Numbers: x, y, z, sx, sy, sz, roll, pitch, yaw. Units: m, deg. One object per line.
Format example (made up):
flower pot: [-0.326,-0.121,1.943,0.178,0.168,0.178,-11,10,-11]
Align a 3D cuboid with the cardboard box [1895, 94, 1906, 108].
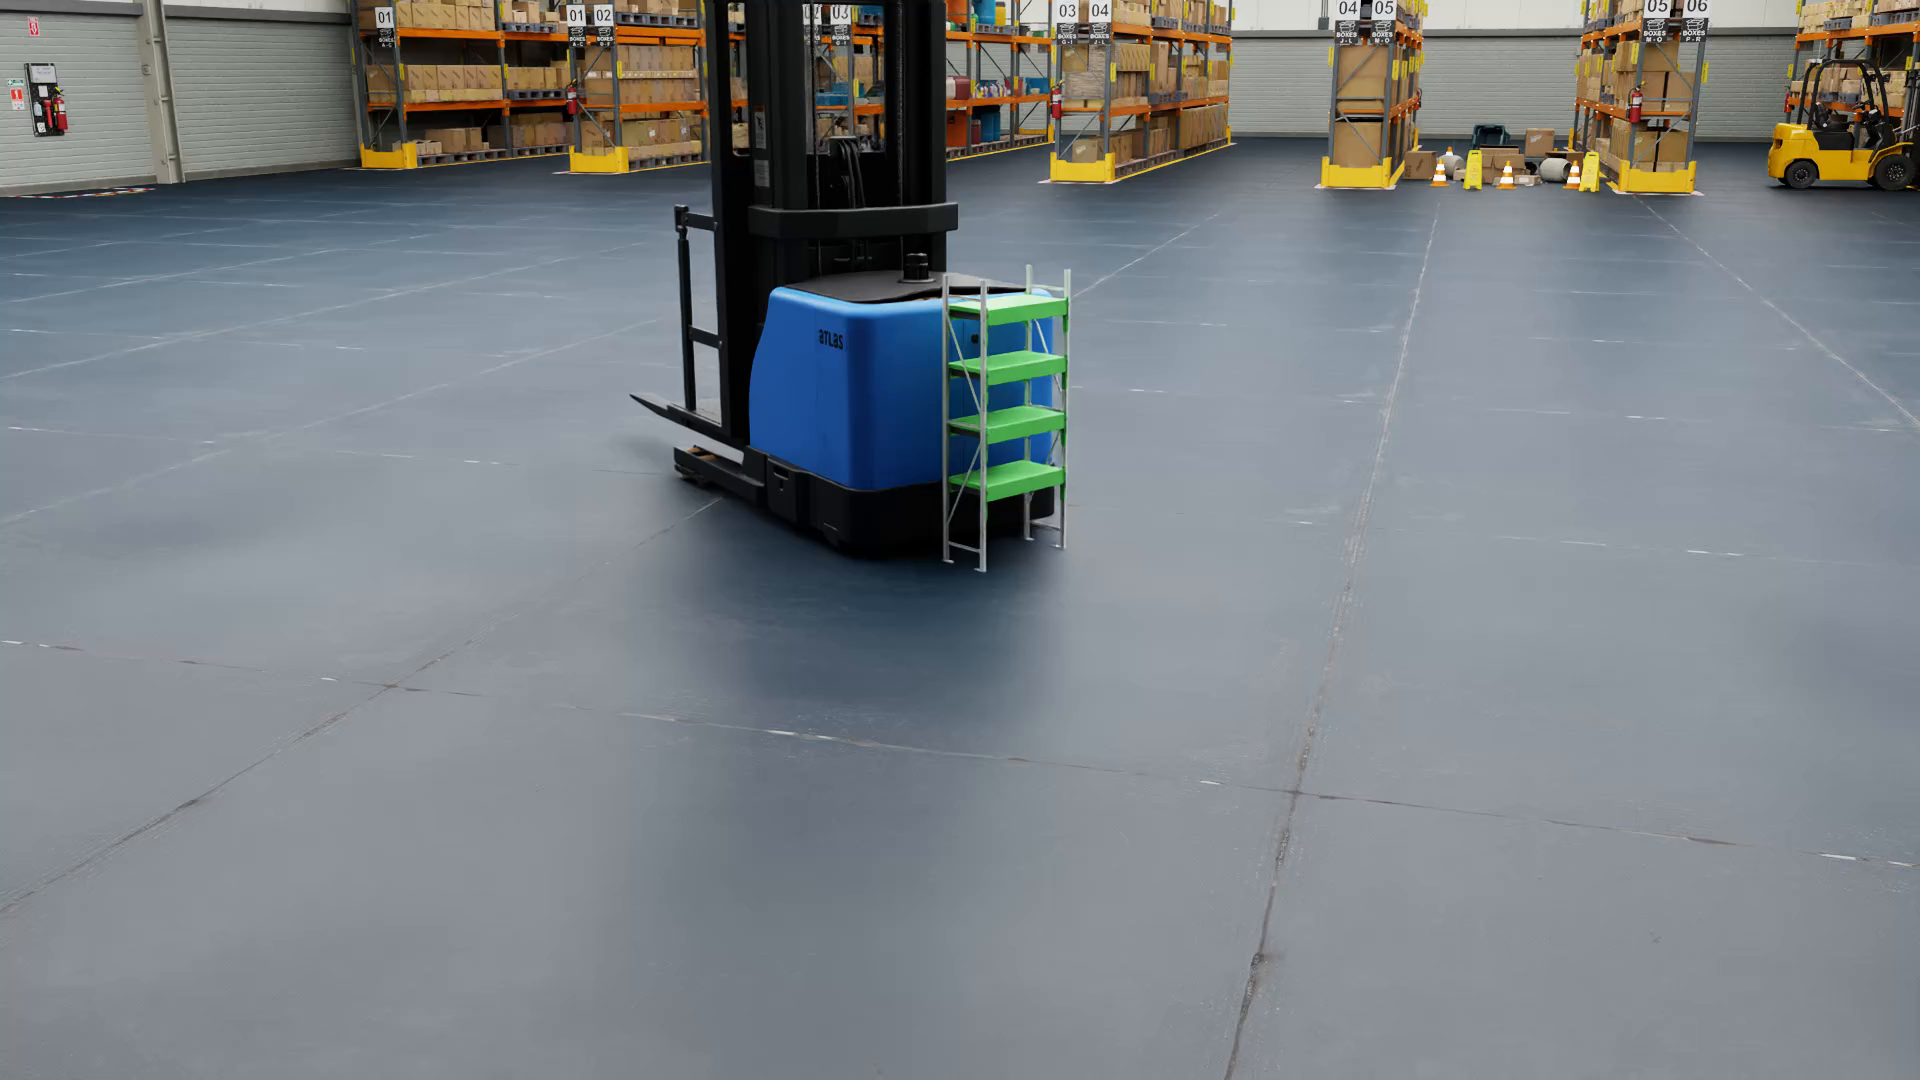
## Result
cardboard box: [17.538,-8.074,30.571,0.500,0.250,0.500,5,17,17]

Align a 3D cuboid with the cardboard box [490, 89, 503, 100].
cardboard box: [-10.707,-10.088,37.638,0.500,0.250,0.500,5,16,16]

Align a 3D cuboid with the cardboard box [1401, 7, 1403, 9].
cardboard box: [7.953,-9.854,30.583,0.380,0.149,0.250,4,16,15]

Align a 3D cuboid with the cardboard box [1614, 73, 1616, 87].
cardboard box: [12.797,-8.909,31.745,0.500,0.500,0.500,4,16,15]

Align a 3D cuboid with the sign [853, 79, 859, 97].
sign: [-1.975,-8.573,31.550,0.100,0.325,0.005,5,16,16]

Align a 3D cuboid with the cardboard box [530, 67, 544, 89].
cardboard box: [-10.363,-11.009,39.656,0.700,0.500,0.500,7,17,24]

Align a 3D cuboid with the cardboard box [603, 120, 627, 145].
cardboard box: [-7.112,-8.535,34.818,0.500,0.500,0.500,5,16,16]

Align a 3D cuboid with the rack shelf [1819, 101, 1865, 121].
rack shelf: [19.351,-9.217,35.647,1.077,0.370,4.000,5,16,16]

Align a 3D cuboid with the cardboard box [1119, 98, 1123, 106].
cardboard box: [2.906,-8.362,31.775,0.380,0.149,0.250,5,16,16]

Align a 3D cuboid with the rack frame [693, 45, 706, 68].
rack frame: [-7.453,-13.438,49.209,1.000,3.000,0.127,5,16,16]

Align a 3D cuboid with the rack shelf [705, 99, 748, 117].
rack shelf: [-5.545,-10.092,38.732,1.077,0.370,4.000,5,16,16]

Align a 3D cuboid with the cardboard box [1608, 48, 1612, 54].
cardboard box: [15.120,-11.478,39.093,0.380,0.149,0.250,5,17,17]

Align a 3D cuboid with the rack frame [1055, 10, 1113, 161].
rack frame: [2.247,-8.099,30.388,1.000,3.000,0.127,5,16,16]

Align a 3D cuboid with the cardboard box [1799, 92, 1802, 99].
cardboard box: [20.285,-10.614,39.715,0.380,0.149,0.250,4,16,14]

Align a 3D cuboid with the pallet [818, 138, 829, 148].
pallet: [-4.034,-10.451,43.788,1.003,0.211,1.213,5,16,16]

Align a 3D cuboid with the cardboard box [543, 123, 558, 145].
cardboard box: [-10.253,-9.904,40.523,0.700,0.500,0.500,5,16,16]

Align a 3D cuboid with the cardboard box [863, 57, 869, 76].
cardboard box: [-2.851,-13.178,46.276,0.500,0.500,0.500,5,17,17]

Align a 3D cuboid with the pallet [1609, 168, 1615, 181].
pallet: [12.728,-6.858,31.120,1.003,0.211,1.213,5,16,16]

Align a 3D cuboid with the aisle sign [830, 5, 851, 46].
aisle sign: [-2.241,-9.693,31.241,0.394,0.787,0.004,5,16,16]

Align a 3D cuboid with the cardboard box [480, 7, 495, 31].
cardboard box: [-10.771,-11.647,37.179,0.500,0.500,0.500,5,17,17]

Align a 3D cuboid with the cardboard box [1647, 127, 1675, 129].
cardboard box: [12.832,-7.309,30.495,0.500,0.500,0.500,5,17,17]

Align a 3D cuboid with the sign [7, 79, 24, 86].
sign: [-15.321,-7.425,26.972,0.001,0.109,0.331,5,16,16]

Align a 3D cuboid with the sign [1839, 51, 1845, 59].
sign: [21.582,-11.794,40.712,0.100,0.325,0.005,5,16,16]

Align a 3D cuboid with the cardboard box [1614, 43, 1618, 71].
cardboard box: [12.552,-8.951,30.831,0.700,0.500,0.500,4,16,15]

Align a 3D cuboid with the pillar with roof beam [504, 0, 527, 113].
pillar with roof beam: [-6.798,-13.624,38.872,9.100,9.000,0.400,5,16,16]

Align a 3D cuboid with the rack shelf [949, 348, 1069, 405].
rack shelf: [0.193,-0.683,6.892,0.480,0.148,0.258,-15,22,-42]

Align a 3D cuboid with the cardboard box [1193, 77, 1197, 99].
cardboard box: [5.350,-10.747,39.538,0.500,0.500,0.500,5,16,16]

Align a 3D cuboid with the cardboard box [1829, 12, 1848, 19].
cardboard box: [19.453,-11.612,36.781,0.380,0.149,0.250,5,17,17]

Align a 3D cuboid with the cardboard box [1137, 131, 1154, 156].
cardboard box: [3.733,-8.437,35.354,0.700,0.500,0.500,5,16,16]

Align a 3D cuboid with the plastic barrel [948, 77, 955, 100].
plastic barrel: [-0.316,-10.345,38.099,0.421,0.512,0.421,0,16,0]

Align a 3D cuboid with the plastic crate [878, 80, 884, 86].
plastic crate: [-1.521,-9.711,35.953,0.402,0.464,0.583,5,16,16]

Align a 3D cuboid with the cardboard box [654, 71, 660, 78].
cardboard box: [-6.494,-9.717,34.718,0.380,0.149,0.250,5,17,16]

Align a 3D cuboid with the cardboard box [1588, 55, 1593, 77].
cardboard box: [14.758,-10.907,38.270,0.500,0.500,0.500,5,17,17]

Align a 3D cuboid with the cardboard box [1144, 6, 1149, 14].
cardboard box: [3.569,-10.601,33.256,0.380,0.149,0.250,5,17,18]

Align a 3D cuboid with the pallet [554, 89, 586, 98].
pallet: [-9.827,-11.058,41.170,1.213,0.211,1.003,5,16,16]

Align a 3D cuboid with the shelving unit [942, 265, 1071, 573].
shelving unit: [0.193,-0.513,6.940,0.503,1.200,0.258,-15,22,-42]

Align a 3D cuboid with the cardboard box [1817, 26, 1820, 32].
cardboard box: [20.139,-11.857,38.599,0.380,0.149,0.250,5,17,16]

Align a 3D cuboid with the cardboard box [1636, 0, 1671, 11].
cardboard box: [11.793,-9.130,28.255,0.500,0.250,0.500,4,16,15]

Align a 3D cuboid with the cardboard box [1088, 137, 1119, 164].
cardboard box: [2.774,-7.582,32.376,0.500,0.500,0.500,6,17,21]

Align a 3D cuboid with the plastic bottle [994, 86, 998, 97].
plastic bottle: [0.859,-11.208,41.574,0.152,0.276,0.135,5,16,16]

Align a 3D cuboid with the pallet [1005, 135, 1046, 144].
pallet: [1.774,-11.115,46.131,1.003,0.211,1.213,5,16,16]

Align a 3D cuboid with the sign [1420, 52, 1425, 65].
sign: [12.047,-12.535,43.326,0.100,0.325,0.005,5,16,16]

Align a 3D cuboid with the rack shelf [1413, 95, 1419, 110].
rack shelf: [10.952,-11.005,41.950,1.077,0.370,4.000,5,16,16]

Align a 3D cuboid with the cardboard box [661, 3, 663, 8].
cardboard box: [-6.662,-11.332,35.425,0.500,0.311,0.500,4,16,13]

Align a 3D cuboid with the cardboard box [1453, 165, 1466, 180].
cardboard box: [9.388,-6.827,30.912,0.396,0.266,0.258,8,18,25]

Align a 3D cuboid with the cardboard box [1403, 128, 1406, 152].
cardboard box: [9.693,-8.946,37.184,0.500,0.500,0.500,4,16,14]

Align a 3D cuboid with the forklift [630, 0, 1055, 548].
forklift: [-0.786,-1.728,8.051,1.130,2.935,3.031,-10,19,-31]

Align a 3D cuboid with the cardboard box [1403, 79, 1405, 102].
cardboard box: [8.805,-9.163,33.953,0.500,0.500,0.500,5,16,16]
